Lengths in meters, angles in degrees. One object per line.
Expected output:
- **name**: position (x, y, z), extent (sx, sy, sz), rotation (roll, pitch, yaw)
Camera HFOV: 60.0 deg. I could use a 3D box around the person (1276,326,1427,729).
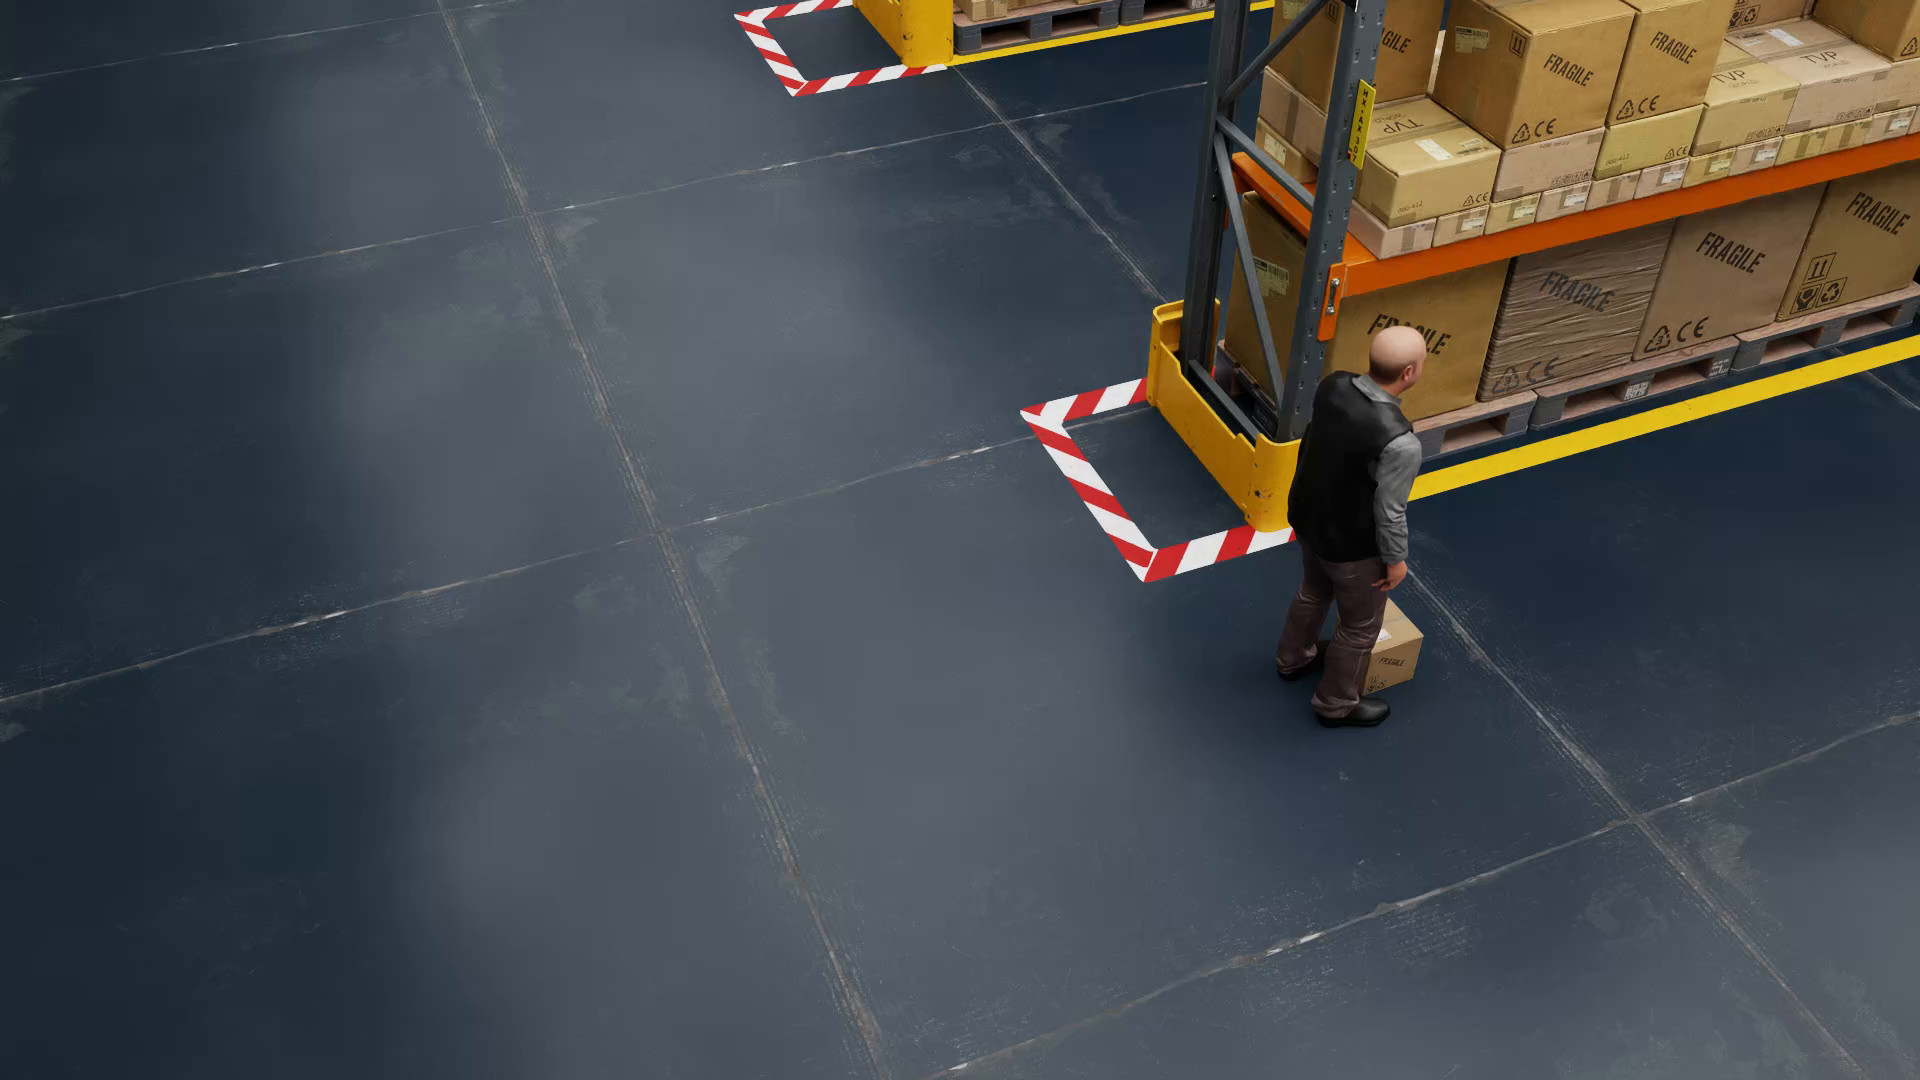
- **person**: position (1.443, -0.038, 6.220), extent (0.412, 1.721, 0.574), rotation (-16, 44, -17)
